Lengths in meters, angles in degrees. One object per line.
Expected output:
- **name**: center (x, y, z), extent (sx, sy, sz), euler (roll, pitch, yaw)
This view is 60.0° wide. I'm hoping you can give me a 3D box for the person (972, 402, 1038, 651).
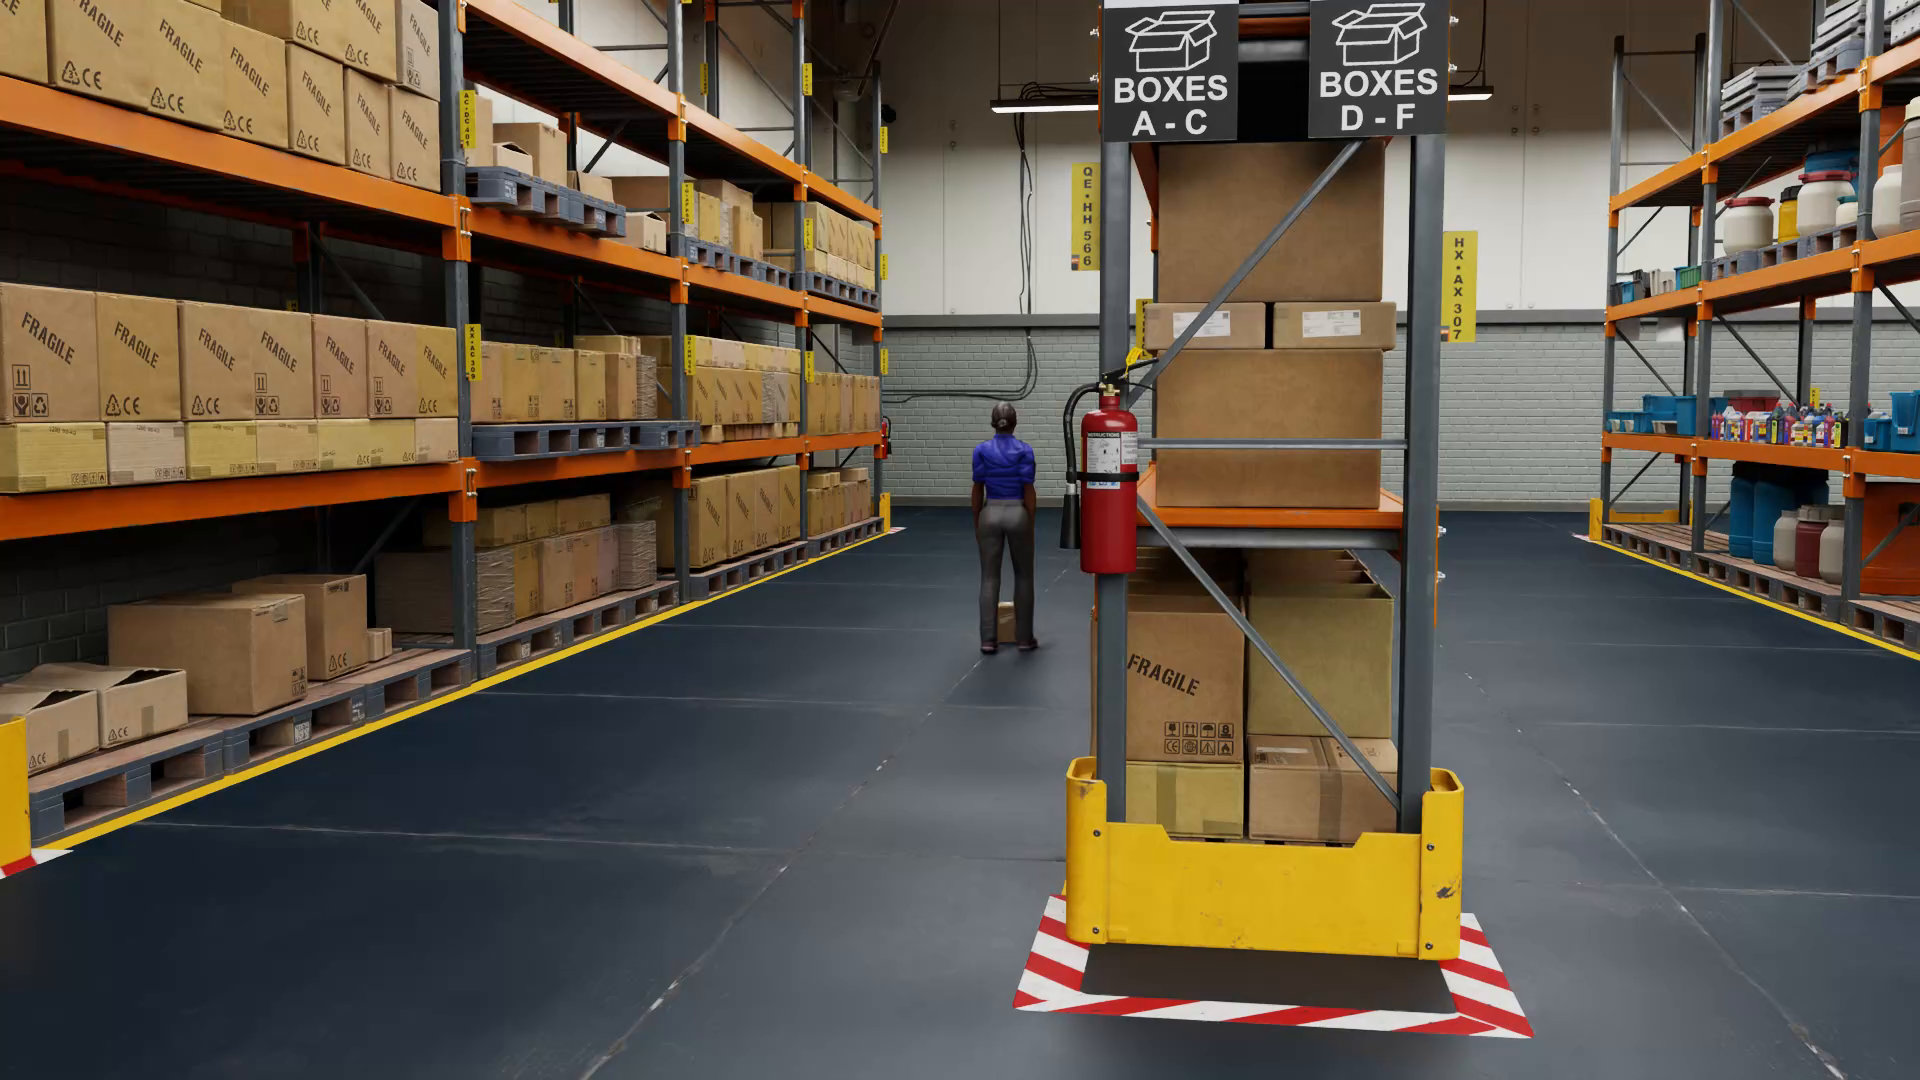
- **person**: center (0.296, -0.088, 11.075), extent (0.434, 1.661, 0.425), euler (1, 5, 11)
